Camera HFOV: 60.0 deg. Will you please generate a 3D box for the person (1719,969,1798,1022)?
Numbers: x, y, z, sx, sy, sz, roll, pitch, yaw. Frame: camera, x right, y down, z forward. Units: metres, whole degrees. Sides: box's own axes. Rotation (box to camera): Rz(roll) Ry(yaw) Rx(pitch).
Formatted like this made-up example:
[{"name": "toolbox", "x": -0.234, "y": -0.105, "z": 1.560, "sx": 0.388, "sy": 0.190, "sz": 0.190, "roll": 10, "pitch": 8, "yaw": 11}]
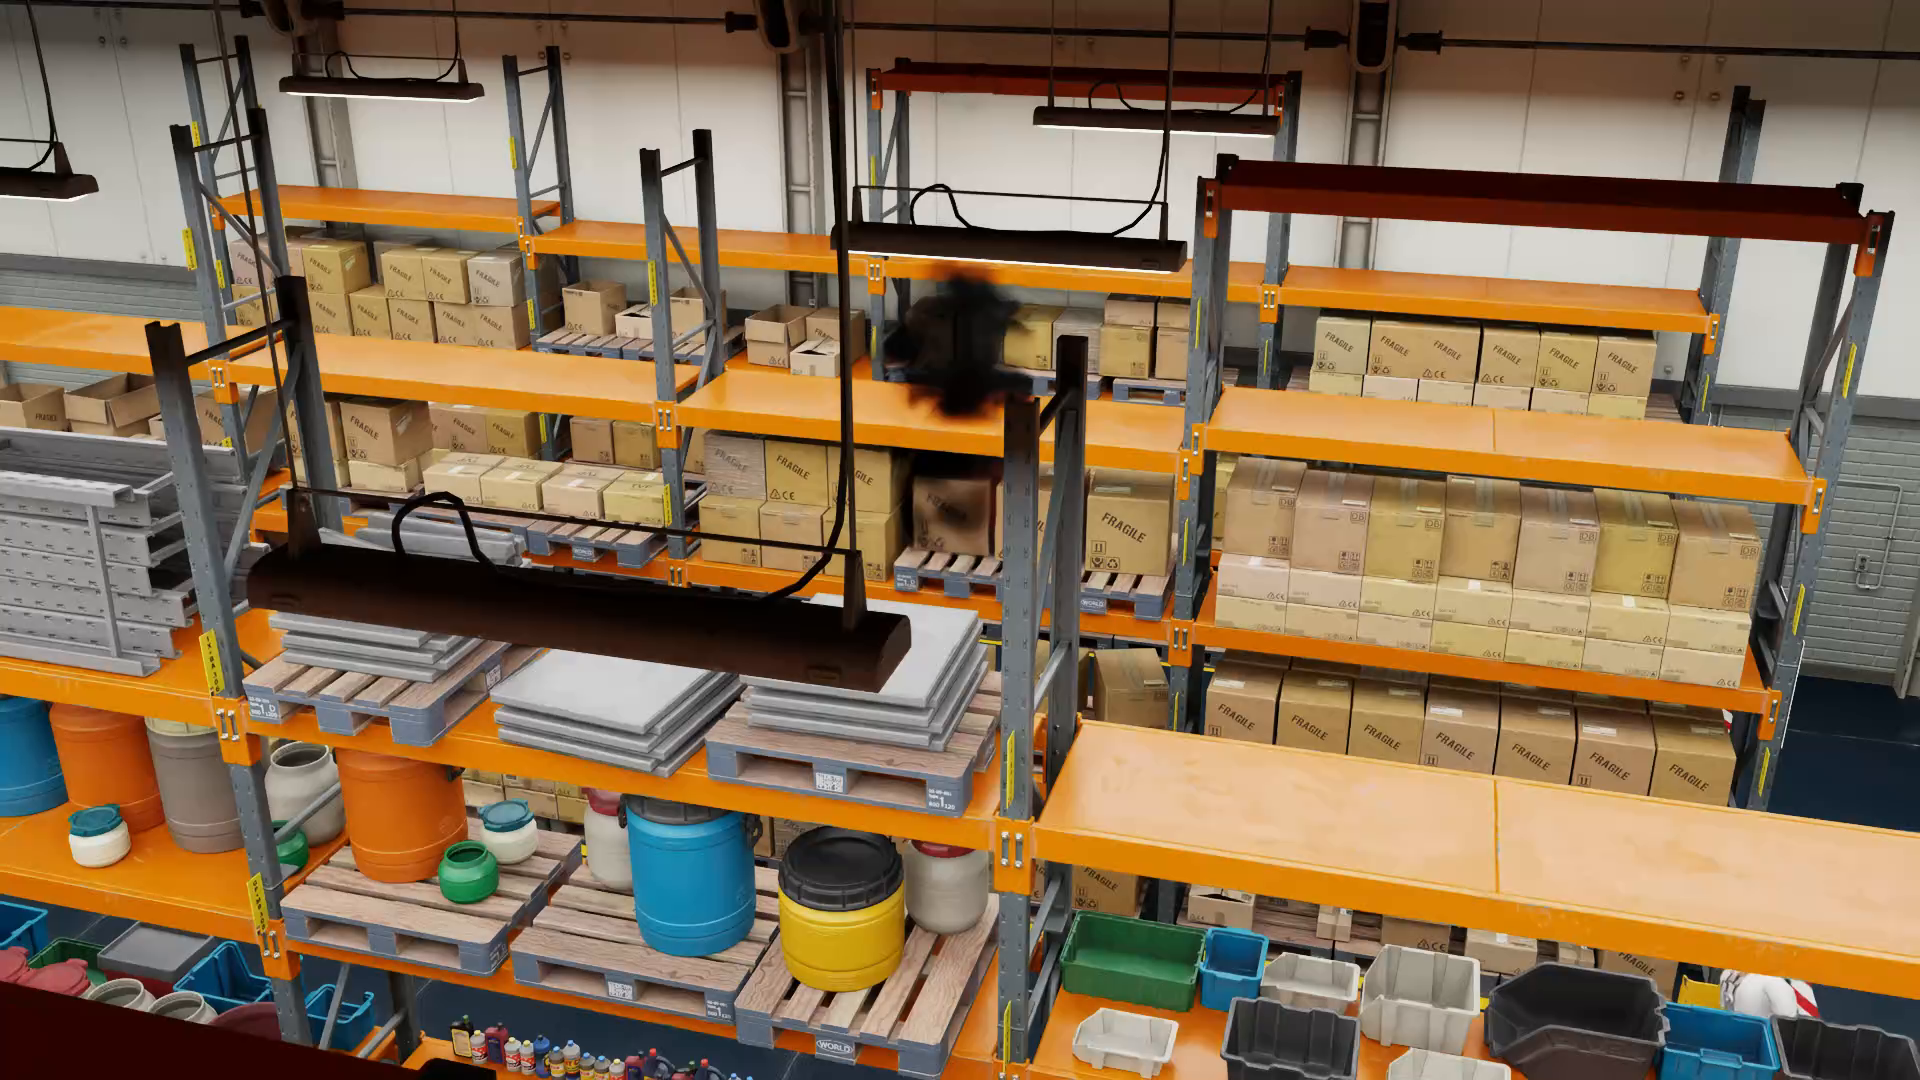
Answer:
[{"name": "person", "x": 5.035, "y": 3.265, "z": 10.649, "sx": 0.831, "sy": 1.805, "sz": 0.709, "roll": -9, "pitch": 24, "yaw": -20}]
